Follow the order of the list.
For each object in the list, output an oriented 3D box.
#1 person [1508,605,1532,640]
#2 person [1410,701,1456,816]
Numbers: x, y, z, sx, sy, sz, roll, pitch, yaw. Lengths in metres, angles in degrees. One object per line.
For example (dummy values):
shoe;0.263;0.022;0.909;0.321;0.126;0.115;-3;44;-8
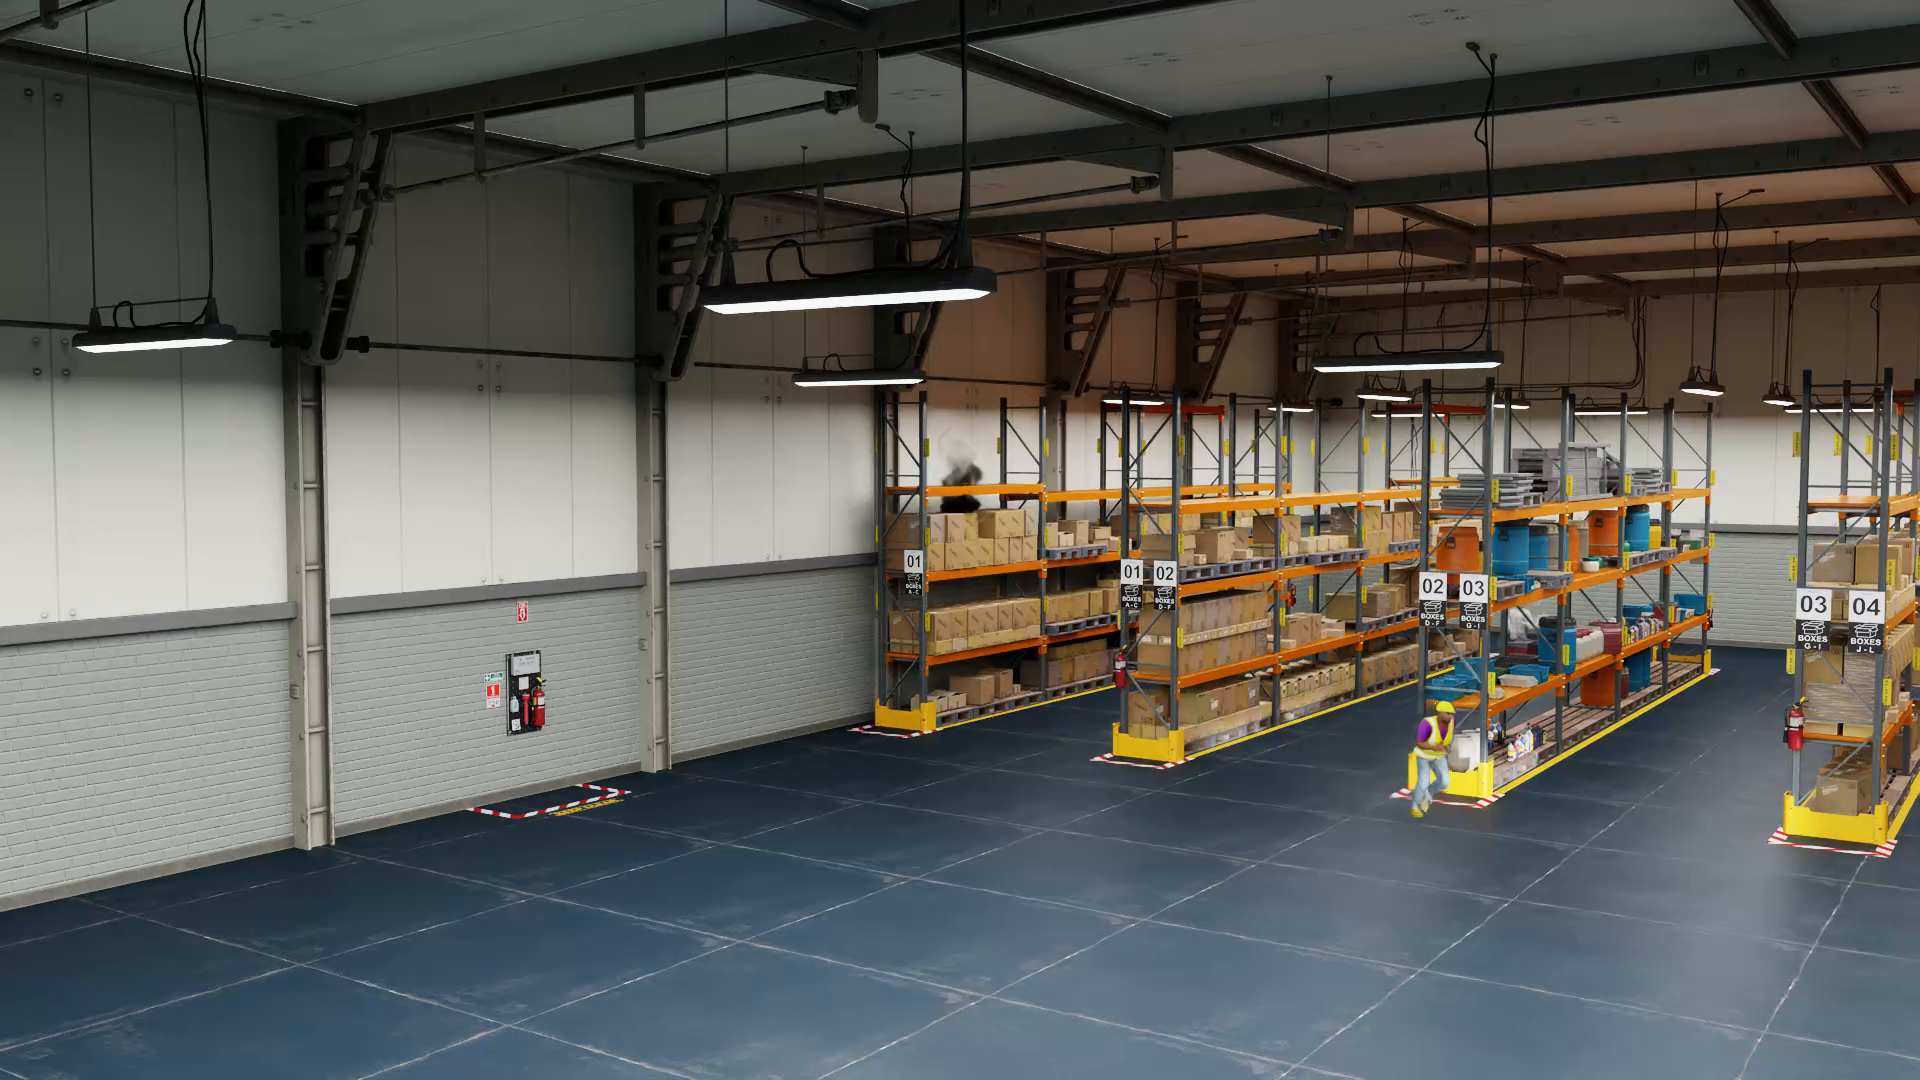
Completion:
person;12.380;2.104;36.856;0.590;1.743;0.788;1;3;24
person;6.419;2.940;22.358;0.733;1.625;0.867;-1;3;-19
